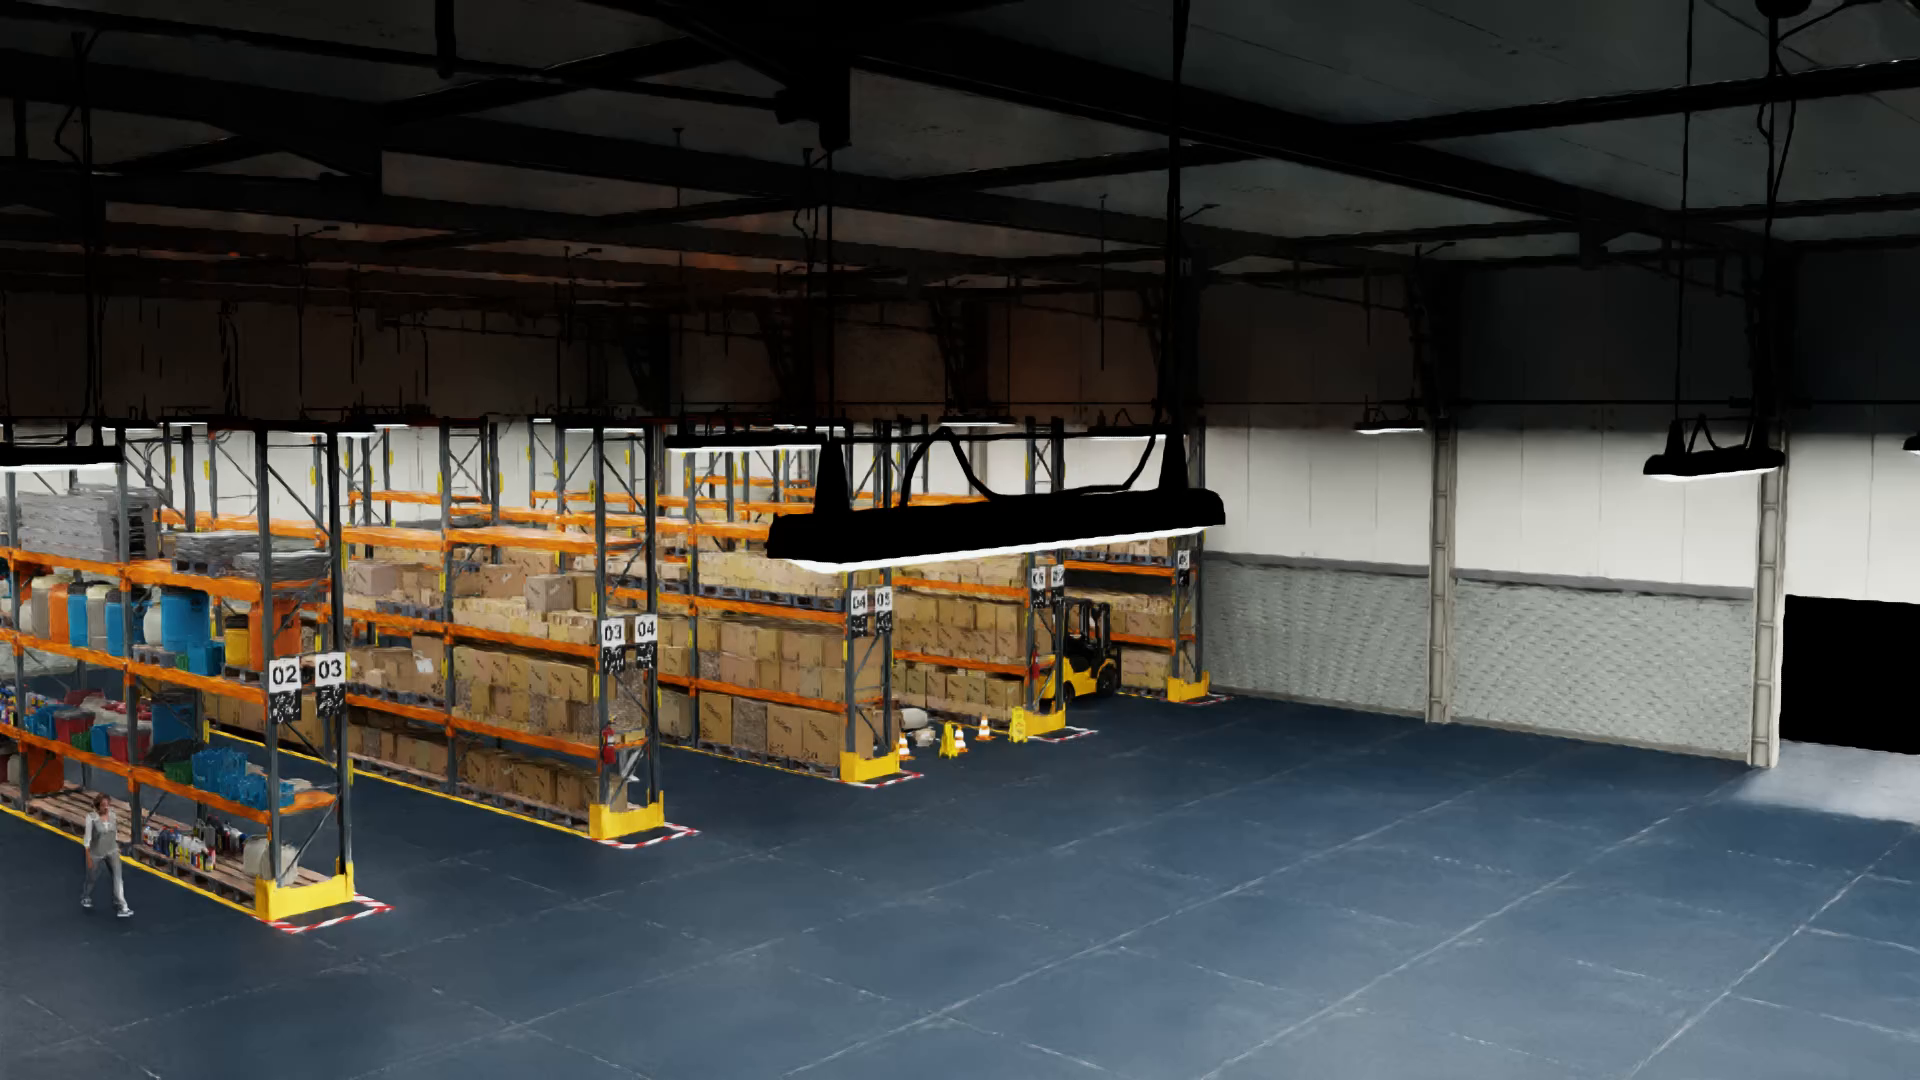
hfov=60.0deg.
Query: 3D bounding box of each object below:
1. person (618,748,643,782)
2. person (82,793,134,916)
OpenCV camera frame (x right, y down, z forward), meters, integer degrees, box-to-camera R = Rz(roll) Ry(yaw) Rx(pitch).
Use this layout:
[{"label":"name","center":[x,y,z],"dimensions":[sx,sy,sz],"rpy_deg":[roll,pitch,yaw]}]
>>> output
[{"label":"person","center":[-5.527,3.207,27.551],"dimensions":[0.503,1.670,0.432],"rpy_deg":[1,5,13]},{"label":"person","center":[-10.583,3.855,20.501],"dimensions":[1.037,1.517,0.417],"rpy_deg":[4,7,43]}]
